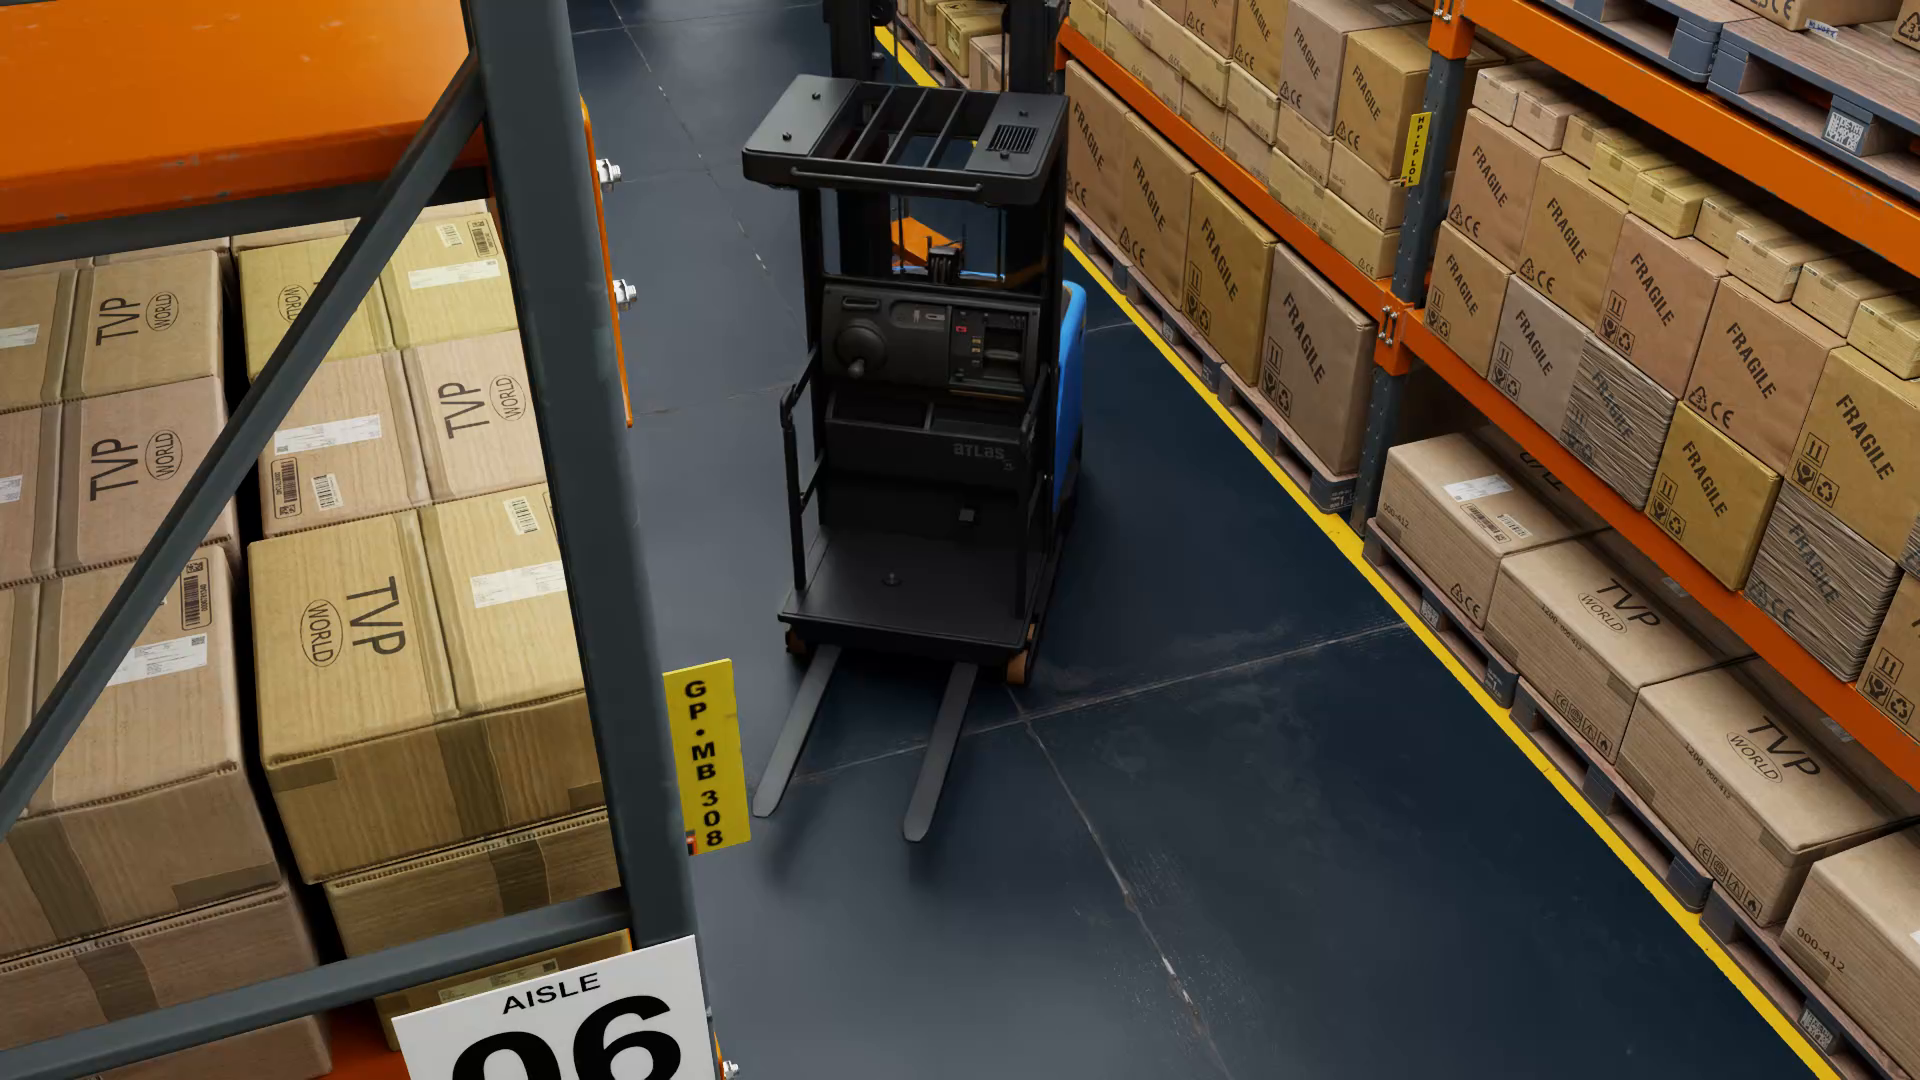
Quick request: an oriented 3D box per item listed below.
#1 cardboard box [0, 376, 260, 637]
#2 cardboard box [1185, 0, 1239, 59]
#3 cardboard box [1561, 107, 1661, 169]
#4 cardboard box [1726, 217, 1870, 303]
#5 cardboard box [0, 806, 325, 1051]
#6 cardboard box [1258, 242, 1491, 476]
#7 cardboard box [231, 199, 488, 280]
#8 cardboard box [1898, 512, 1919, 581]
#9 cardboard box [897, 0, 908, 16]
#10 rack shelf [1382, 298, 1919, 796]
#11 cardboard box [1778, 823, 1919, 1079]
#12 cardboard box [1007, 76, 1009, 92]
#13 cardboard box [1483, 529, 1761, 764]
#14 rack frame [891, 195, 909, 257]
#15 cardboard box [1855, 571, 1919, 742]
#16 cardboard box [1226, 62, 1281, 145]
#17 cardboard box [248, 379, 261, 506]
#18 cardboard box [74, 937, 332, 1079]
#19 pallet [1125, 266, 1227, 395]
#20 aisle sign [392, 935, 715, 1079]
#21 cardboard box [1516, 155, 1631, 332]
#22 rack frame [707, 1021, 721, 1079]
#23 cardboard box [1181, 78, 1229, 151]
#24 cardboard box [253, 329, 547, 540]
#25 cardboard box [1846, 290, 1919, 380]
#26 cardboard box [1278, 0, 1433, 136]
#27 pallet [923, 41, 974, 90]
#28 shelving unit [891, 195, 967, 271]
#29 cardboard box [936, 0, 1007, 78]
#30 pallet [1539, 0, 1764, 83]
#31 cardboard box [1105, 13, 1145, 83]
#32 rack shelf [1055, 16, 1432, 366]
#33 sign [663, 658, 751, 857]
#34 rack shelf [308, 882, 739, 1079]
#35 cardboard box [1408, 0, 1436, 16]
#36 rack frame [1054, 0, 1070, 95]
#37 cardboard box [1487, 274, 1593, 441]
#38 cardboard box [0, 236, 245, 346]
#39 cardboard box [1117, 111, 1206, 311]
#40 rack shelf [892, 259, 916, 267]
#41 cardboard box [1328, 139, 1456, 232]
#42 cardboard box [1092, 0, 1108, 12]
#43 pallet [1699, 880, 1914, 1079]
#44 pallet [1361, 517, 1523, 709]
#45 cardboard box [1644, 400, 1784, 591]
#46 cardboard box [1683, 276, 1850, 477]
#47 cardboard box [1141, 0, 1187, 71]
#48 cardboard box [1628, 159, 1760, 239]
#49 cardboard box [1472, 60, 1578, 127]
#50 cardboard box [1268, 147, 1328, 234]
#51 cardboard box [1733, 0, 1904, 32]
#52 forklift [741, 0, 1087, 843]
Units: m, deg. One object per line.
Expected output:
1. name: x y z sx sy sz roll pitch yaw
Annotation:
1. cardboard box: -1.435 0.004 2.720 0.500 0.250 0.500 -14 39 -17
2. cardboard box: 1.519 -2.852 8.629 0.500 0.500 0.500 -12 39 -15
3. cardboard box: 2.537 -1.531 6.336 0.380 0.149 0.250 -13 39 -17
4. cardboard box: 2.813 -0.944 5.556 0.380 0.149 0.250 -12 39 -16
5. cardboard box: -1.250 0.496 2.483 0.500 0.250 0.500 -13 39 -17
6. cardboard box: 2.153 -0.994 8.494 0.875 0.875 0.875 -11 38 -15
7. cardboard box: -1.286 -0.670 3.614 0.500 0.250 0.500 -11 38 -15
8. cardboard box: 3.221 -0.033 4.887 0.500 0.500 0.500 -12 39 -16
9. cardboard box: -0.129 -4.683 13.809 0.950 0.372 0.625 -12 39 -15
10. rack shelf: 3.130 0.076 6.254 1.077 0.370 4.000 -12 39 -16
11. cardboard box: 3.497 1.422 5.650 0.875 0.438 0.875 -14 39 -17
12. cardboard box: 0.880 -3.041 11.629 0.950 0.372 0.625 -15 40 -19
13. cardboard box: 2.865 0.397 7.011 0.875 0.438 0.875 -14 39 -17
14. rack frame: -0.367 -1.304 8.984 0.240 1.200 0.015 -26 44 -30
15. cardboard box: 3.245 0.374 5.177 0.500 0.500 0.500 -13 39 -17
16. cardboard box: 1.698 -2.252 8.456 0.500 0.250 0.500 -12 38 -15
17. cardboard box: -1.605 -0.076 3.242 0.500 0.250 0.500 -13 39 -17
18. cardboard box: -1.169 0.717 2.520 0.380 0.149 0.250 -11 38 -15
19. pallet: 1.681 -1.338 9.851 1.003 0.211 1.213 -12 39 -16
20. aisle sign: -0.542 0.887 2.418 0.394 0.787 0.004 -12 39 -16
21. cardboard box: 2.546 -1.175 6.403 0.500 0.500 0.500 -13 39 -17
22. rack frame: -0.841 1.948 3.171 1.000 3.000 0.127 -12 39 -16
23. cardboard box: 1.538 -2.351 9.002 0.500 0.250 0.500 -12 39 -16
24. cardboard box: -0.916 -0.103 2.862 0.500 0.250 0.500 -13 39 -16
25. cardboard box: 3.016 -0.651 5.168 0.380 0.149 0.250 -12 38 -15
26. cardboard box: 1.867 -2.272 7.859 0.500 0.500 0.500 -12 39 -15
27. pallet: 0.381 -3.617 12.877 1.003 0.211 1.213 -12 39 -16
28. shelving unit: -0.215 -1.189 8.831 0.258 1.200 0.503 -26 44 -30
29. cardboard box: 0.363 -3.885 12.750 0.950 0.372 0.625 -11 38 -14
30. pallet: 2.713 -2.040 6.046 1.003 0.211 1.213 -12 39 -16
31. cardboard box: 1.190 -2.926 9.766 0.500 0.250 0.500 -14 39 -17
32. rack shelf: 1.753 -2.184 9.254 1.077 0.370 4.000 -12 39 -16
33. sign: -0.332 0.288 2.155 0.100 0.325 0.005 -12 39 -16
34. rack shelf: -1.530 -0.093 3.985 1.077 0.370 4.000 -12 39 -16
35. cardboard box: 2.359 -2.371 7.990 0.500 0.500 0.500 -13 39 -16
36. rack frame: 1.065 -3.601 10.538 1.000 3.000 0.127 -12 39 -16
37. cardboard box: 2.526 -0.777 6.705 0.500 0.500 0.500 -12 39 -16
38. cardboard box: -1.769 -0.573 3.487 0.500 0.250 0.500 -13 39 -16
39. cardboard box: 1.528 -2.008 9.840 0.875 0.875 0.875 -12 39 -15
40. rack shelf: -0.215 -1.314 8.737 0.258 0.148 0.480 -26 44 -30
41. cardboard box: 2.061 -1.680 7.696 0.500 0.250 0.500 -12 39 -16
42. cardboard box: 1.007 -3.404 9.985 0.500 0.250 0.500 -13 39 -16
43. pallet: 3.469 1.596 5.955 1.003 0.211 1.213 -12 39 -16
44. pallet: 2.630 0.218 7.785 1.003 0.211 1.213 -12 39 -16
45. cardboard box: 2.869 -0.204 5.944 0.500 0.500 0.500 -11 38 -15
46. cardboard box: 2.883 -0.598 5.637 0.500 0.500 0.500 -13 39 -16
47. cardboard box: 1.344 -2.827 9.219 0.500 0.250 0.500 -13 39 -16
48. cardboard box: 2.629 -1.222 5.925 0.380 0.149 0.250 -14 39 -17
49. cardboard box: 2.306 -1.808 6.704 0.380 0.149 0.250 -13 39 -17
50. cardboard box: 1.876 -1.771 8.232 0.500 0.250 0.500 -13 39 -17
51. cardboard box: 2.936 -2.033 5.445 0.797 0.503 0.637 -10 38 -12
52. forklift: -0.169 -0.772 6.839 1.130 2.935 3.031 7 38 9
